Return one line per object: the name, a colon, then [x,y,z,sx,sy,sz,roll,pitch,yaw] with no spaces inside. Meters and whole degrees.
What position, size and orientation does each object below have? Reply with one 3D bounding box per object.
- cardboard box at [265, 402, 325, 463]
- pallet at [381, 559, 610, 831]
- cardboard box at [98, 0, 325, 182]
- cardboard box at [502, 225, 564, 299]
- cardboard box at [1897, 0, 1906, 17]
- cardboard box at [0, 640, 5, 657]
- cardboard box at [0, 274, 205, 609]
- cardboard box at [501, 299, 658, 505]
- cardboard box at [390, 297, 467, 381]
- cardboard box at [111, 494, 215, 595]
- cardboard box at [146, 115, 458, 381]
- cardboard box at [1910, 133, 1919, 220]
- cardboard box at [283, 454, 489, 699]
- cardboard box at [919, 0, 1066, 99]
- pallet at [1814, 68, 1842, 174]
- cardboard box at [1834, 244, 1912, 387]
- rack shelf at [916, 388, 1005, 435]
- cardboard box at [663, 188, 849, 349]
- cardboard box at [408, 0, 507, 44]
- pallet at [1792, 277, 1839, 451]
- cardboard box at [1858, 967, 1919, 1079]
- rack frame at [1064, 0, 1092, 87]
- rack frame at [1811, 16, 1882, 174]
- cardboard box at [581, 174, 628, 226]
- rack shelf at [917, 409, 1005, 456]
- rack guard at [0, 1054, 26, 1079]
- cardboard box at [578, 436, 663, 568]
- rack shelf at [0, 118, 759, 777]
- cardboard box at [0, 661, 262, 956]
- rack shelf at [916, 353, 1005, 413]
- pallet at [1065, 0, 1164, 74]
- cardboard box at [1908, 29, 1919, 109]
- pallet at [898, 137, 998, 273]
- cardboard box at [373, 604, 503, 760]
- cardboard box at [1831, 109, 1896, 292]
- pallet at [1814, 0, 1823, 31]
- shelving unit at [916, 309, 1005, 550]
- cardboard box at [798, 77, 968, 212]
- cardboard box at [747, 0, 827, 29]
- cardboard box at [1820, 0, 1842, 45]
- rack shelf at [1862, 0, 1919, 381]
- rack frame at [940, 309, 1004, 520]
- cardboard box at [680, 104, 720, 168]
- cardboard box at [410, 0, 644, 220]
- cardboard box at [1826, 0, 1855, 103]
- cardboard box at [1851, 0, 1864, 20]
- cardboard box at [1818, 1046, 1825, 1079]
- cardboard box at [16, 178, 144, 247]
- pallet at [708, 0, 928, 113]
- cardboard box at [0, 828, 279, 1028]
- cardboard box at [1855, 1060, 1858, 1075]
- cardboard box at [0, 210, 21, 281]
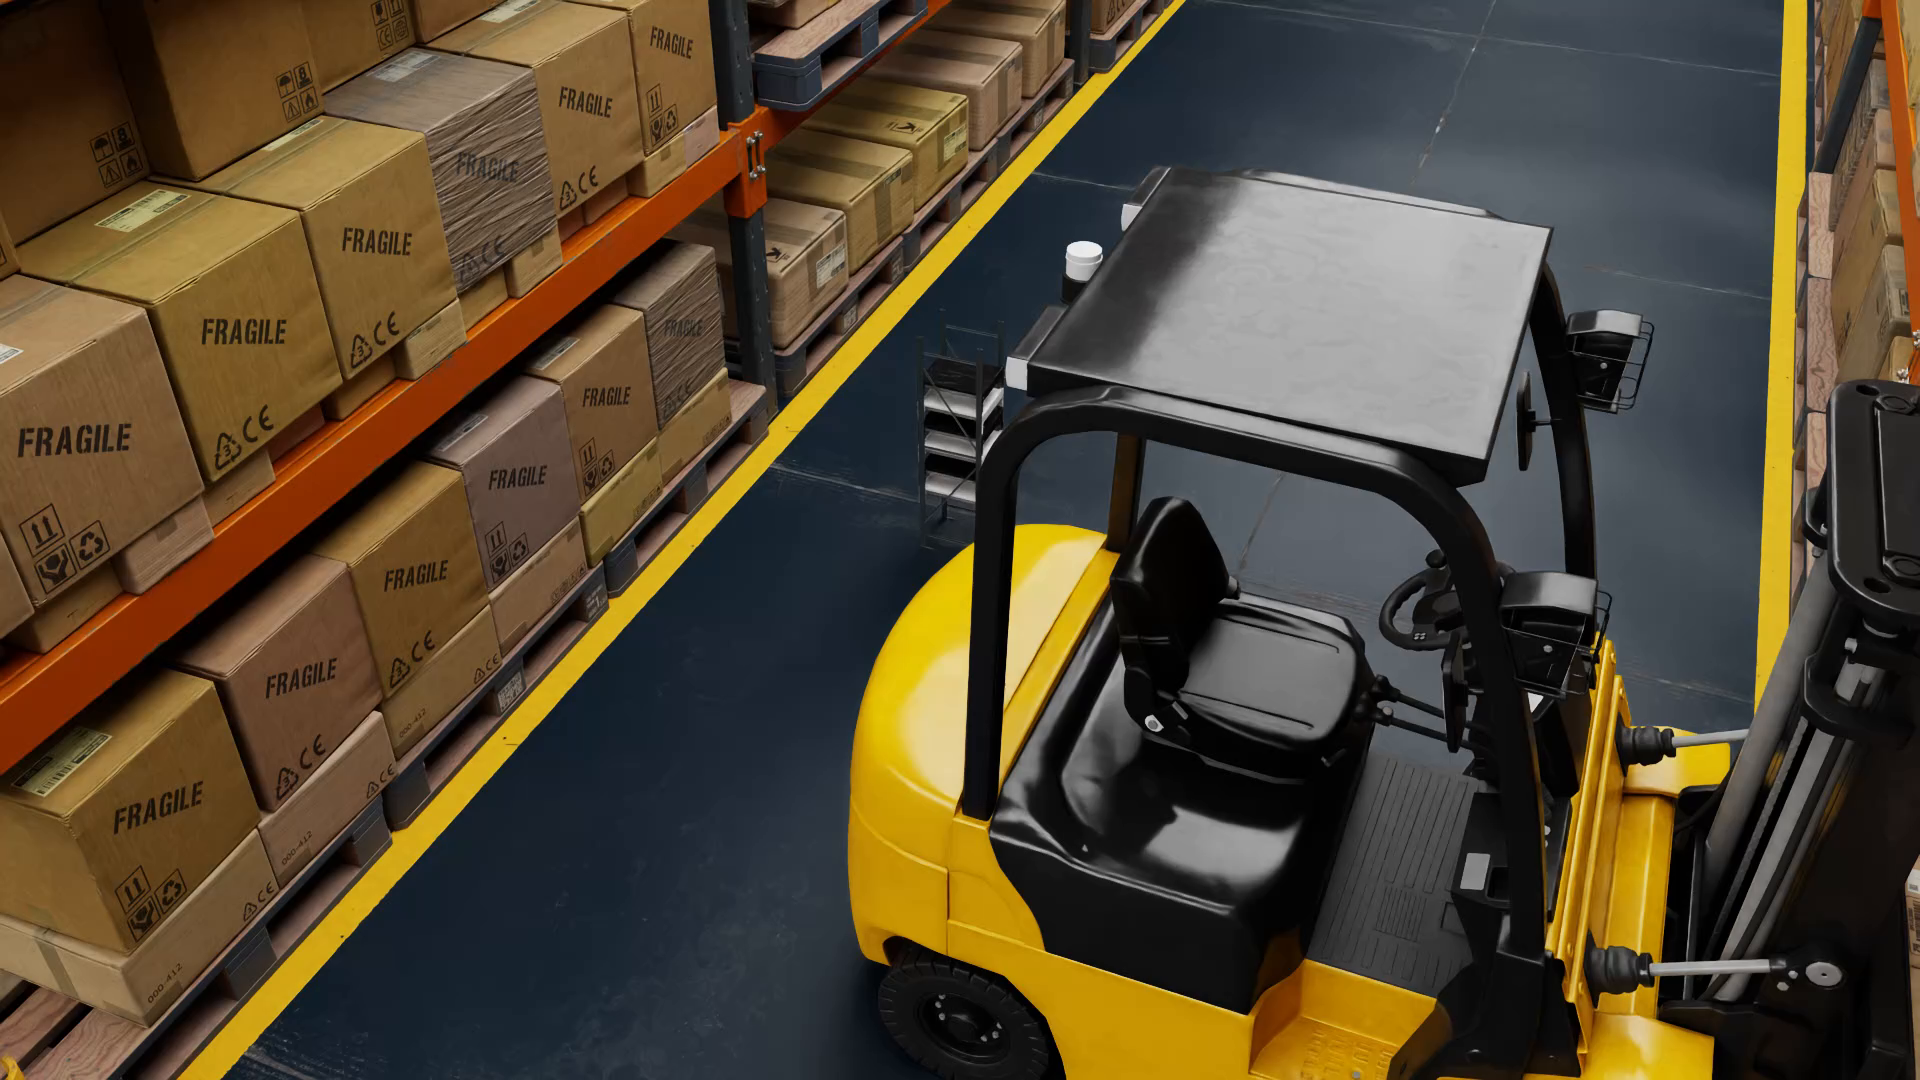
cardboard box: [-1.934,-0.349,4.421,0.380,0.149,0.250,15,39,19]
pallet: [-1.929,0.364,5.587,1.003,0.211,1.213,14,39,18]
cardboard box: [-2.156,-1.317,4.340,0.700,0.500,0.500,14,39,17]
cardboard box: [-1.467,-0.900,5.158,0.380,0.149,0.250,13,39,17]
cardboard box: [4.280,-2.369,7.040,0.500,0.250,0.500,13,39,17]
cardboard box: [-2.361,0.220,3.659,0.380,0.149,0.250,14,39,18]
cardboard box: [-2.134,-0.242,3.736,0.500,0.500,0.500,15,39,19]
cardboard box: [-1.412,-0.507,5.743,0.500,0.500,0.500,15,39,19]
cardboard box: [-1.656,-0.614,4.776,0.380,0.149,0.250,14,39,18]
cardboard box: [-2.046,-0.038,4.005,0.380,0.149,0.250,14,39,18]
cardboard box: [-1.755,-0.808,4.493,0.500,0.500,0.500,13,39,17]
cardboard box: [3.485,-1.240,5.529,0.500,0.250,0.500,14,39,17]
cardboard box: [-1.800,0.073,4.966,0.500,0.500,0.500,15,39,19]
cardboard box: [0.055,-2.831,9.376,0.950,0.372,0.625,11,38,15]
pallet: [5.190,-2.185,8.997,1.003,0.211,1.213,14,39,18]
cardboard box: [3.839,-0.619,6.205,0.875,0.625,0.625,13,39,17]
rack shelf: [0.003,-0.482,5.899,0.258,0.077,0.200,14,39,18]
cardboard box: [-1.046,-1.217,7.217,0.950,0.372,0.625,14,39,18]
cardboard box: [-1.826,-1.898,5.117,0.700,0.500,0.500,14,39,18]
pallet: [4.056,-0.660,6.957,1.003,0.211,1.213,14,39,18]
cardboard box: [2.085,1.173,3.285,0.500,0.250,0.500,14,39,18]
rack frame: [0.279,-4.025,9.130,1.000,3.000,0.127,14,39,18]
rack frame: [4.871,-2.897,7.620,1.000,3.000,0.127,14,39,18]
cardboard box: [-1.343,-1.196,5.555,0.380,0.149,0.250,14,39,18]
rack shelf: [0.003,-0.410,5.953,0.258,0.077,0.200,14,39,18]
rack guard: [-2.736,1.363,4.009,1.175,0.500,0.348,14,39,18]
cardboard box: [-1.413,-0.192,5.947,0.500,0.250,0.500,13,39,17]
rack shelf: [-2.004,-0.415,4.901,1.077,0.370,4.000,14,39,18]
cardboard box: [-2.194,0.640,4.208,0.500,0.500,0.500,13,39,16]
rack shelf: [0.003,-0.554,5.845,0.258,0.077,0.200,14,39,18]
pallet: [0.649,-3.328,10.526,1.003,0.211,1.213,14,39,18]
cardboard box: [3.891,-1.796,6.272,0.500,0.250,0.500,15,39,19]
pallet: [-0.485,-1.803,8.486,1.003,0.211,1.213,14,39,18]
cardboard box: [-1.805,0.367,5.199,0.500,0.250,0.500,16,40,21]
cardboard box: [4.379,-1.408,7.261,0.875,0.625,0.625,15,39,19]
pallet: [6.118,-3.536,10.804,1.003,0.211,1.213,14,39,18]
shelving unit: [0.003,-0.365,5.987,0.258,0.900,0.210,14,39,18]
cardboard box: [-0.512,-2.002,8.267,0.950,0.372,0.625,15,39,19]
cardboard box: [-0.741,-2.112,6.430,0.380,0.149,0.250,14,39,18]
cardboard box: [5.410,-3.204,9.768,0.500,0.500,0.500,12,39,16]
rack shelf: [4.110,-1.501,6.354,1.077,0.370,4.000,14,39,18]
rack frame: [0.042,-0.421,6.062,0.240,0.900,0.006,14,39,18]
cardboard box: [-1.083,-1.463,5.911,0.380,0.149,0.250,13,39,17]
cardboard box: [-1.372,-1.381,5.260,0.500,0.500,0.500,15,39,19]
cardboard box: [5.033,-2.622,8.989,0.500,0.500,0.500,13,39,17]
cardboard box: [4.900,-2.813,8.703,0.380,0.149,0.250,12,38,15]
cardboard box: [2.287,1.293,3.961,0.500,0.250,0.500,15,39,19]
cardboard box: [-2.425,-0.671,4.310,0.500,0.500,0.500,14,39,18]
pallet: [-0.818,-2.124,6.746,1.003,0.211,1.213,14,39,18]
cardboard box: [-2.202,0.953,4.415,0.500,0.250,0.500,14,39,17]
cardboard box: [2.101,1.359,3.455,0.500,0.250,0.500,13,39,17]
cardboard box: [-2.573,-0.767,3.603,0.700,0.500,0.500,14,39,18]
